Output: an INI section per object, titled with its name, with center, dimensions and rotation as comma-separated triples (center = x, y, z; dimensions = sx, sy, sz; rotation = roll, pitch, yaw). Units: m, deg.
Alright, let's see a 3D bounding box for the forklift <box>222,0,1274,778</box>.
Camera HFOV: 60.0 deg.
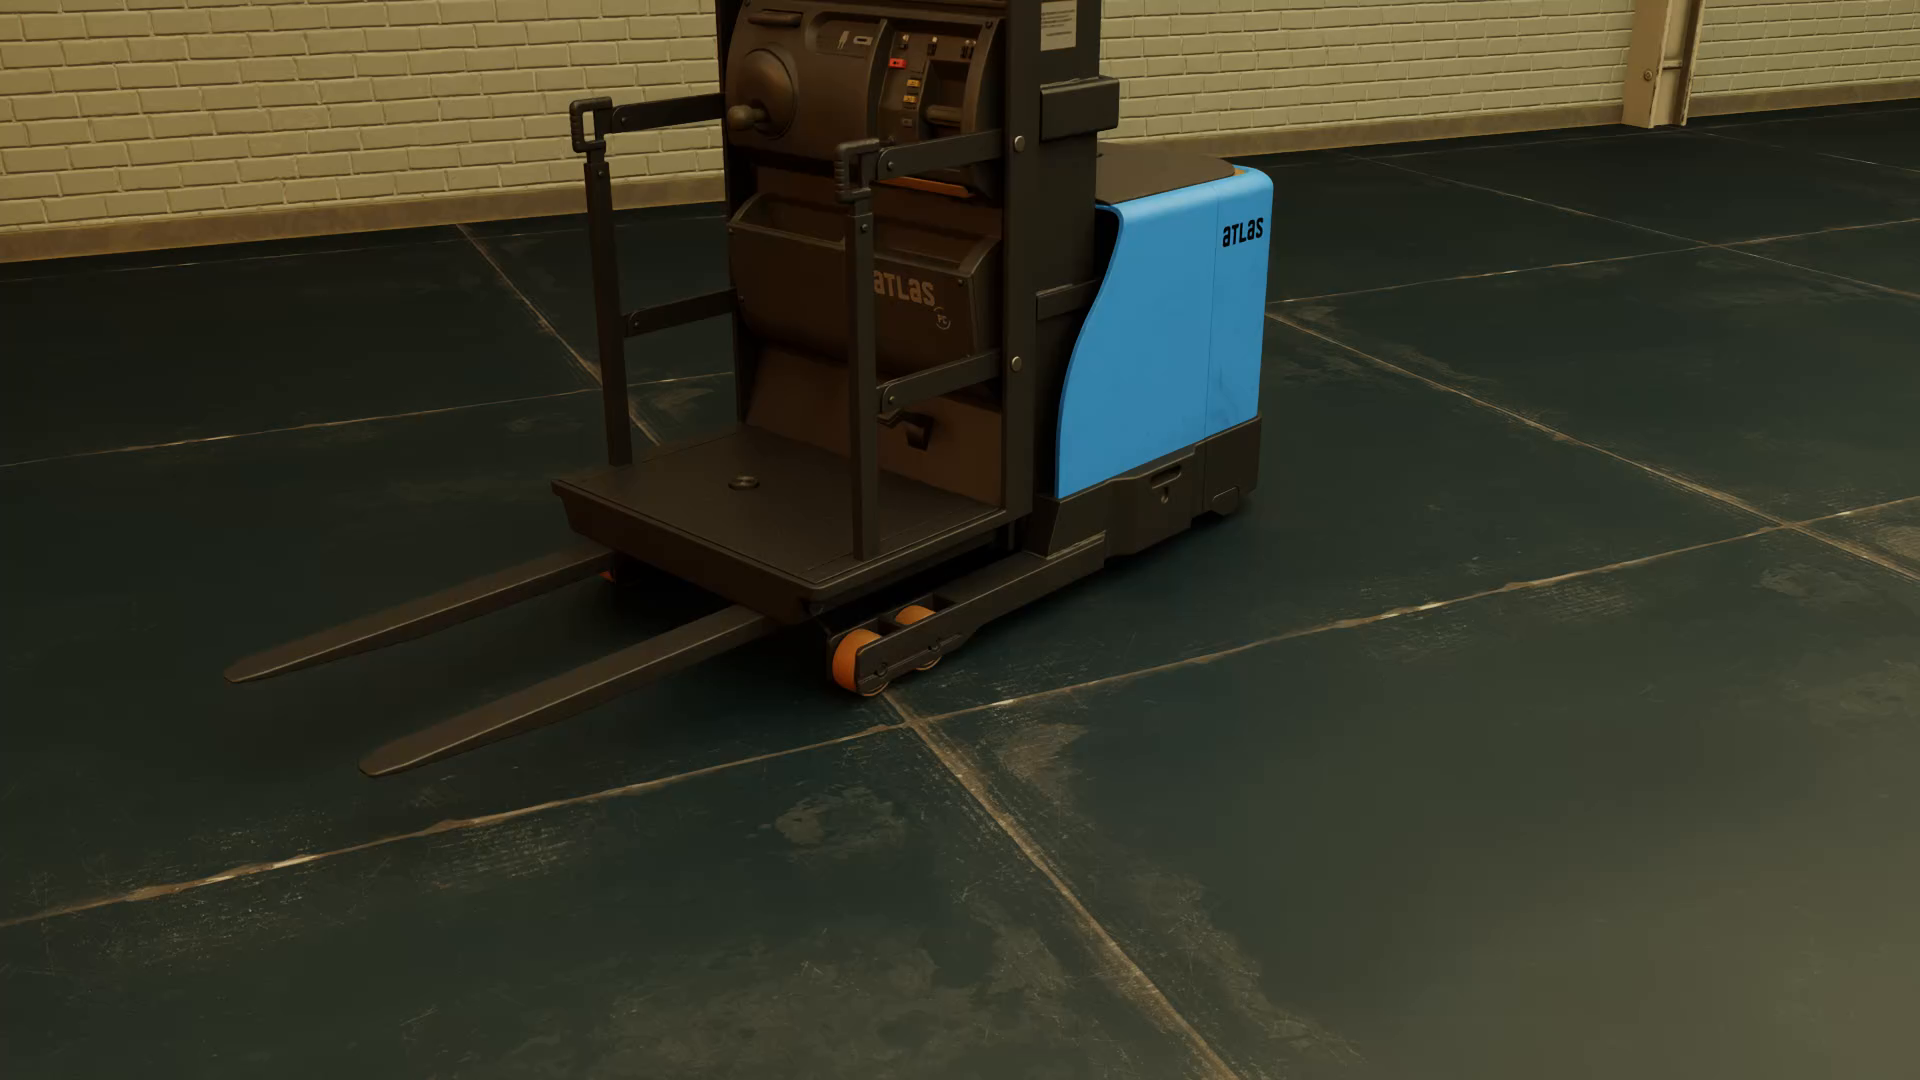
[forklift]
center = -0.413, -1.182, 4.131
dimensions = 1.130, 2.935, 3.031
rotation = 19, 29, 39
